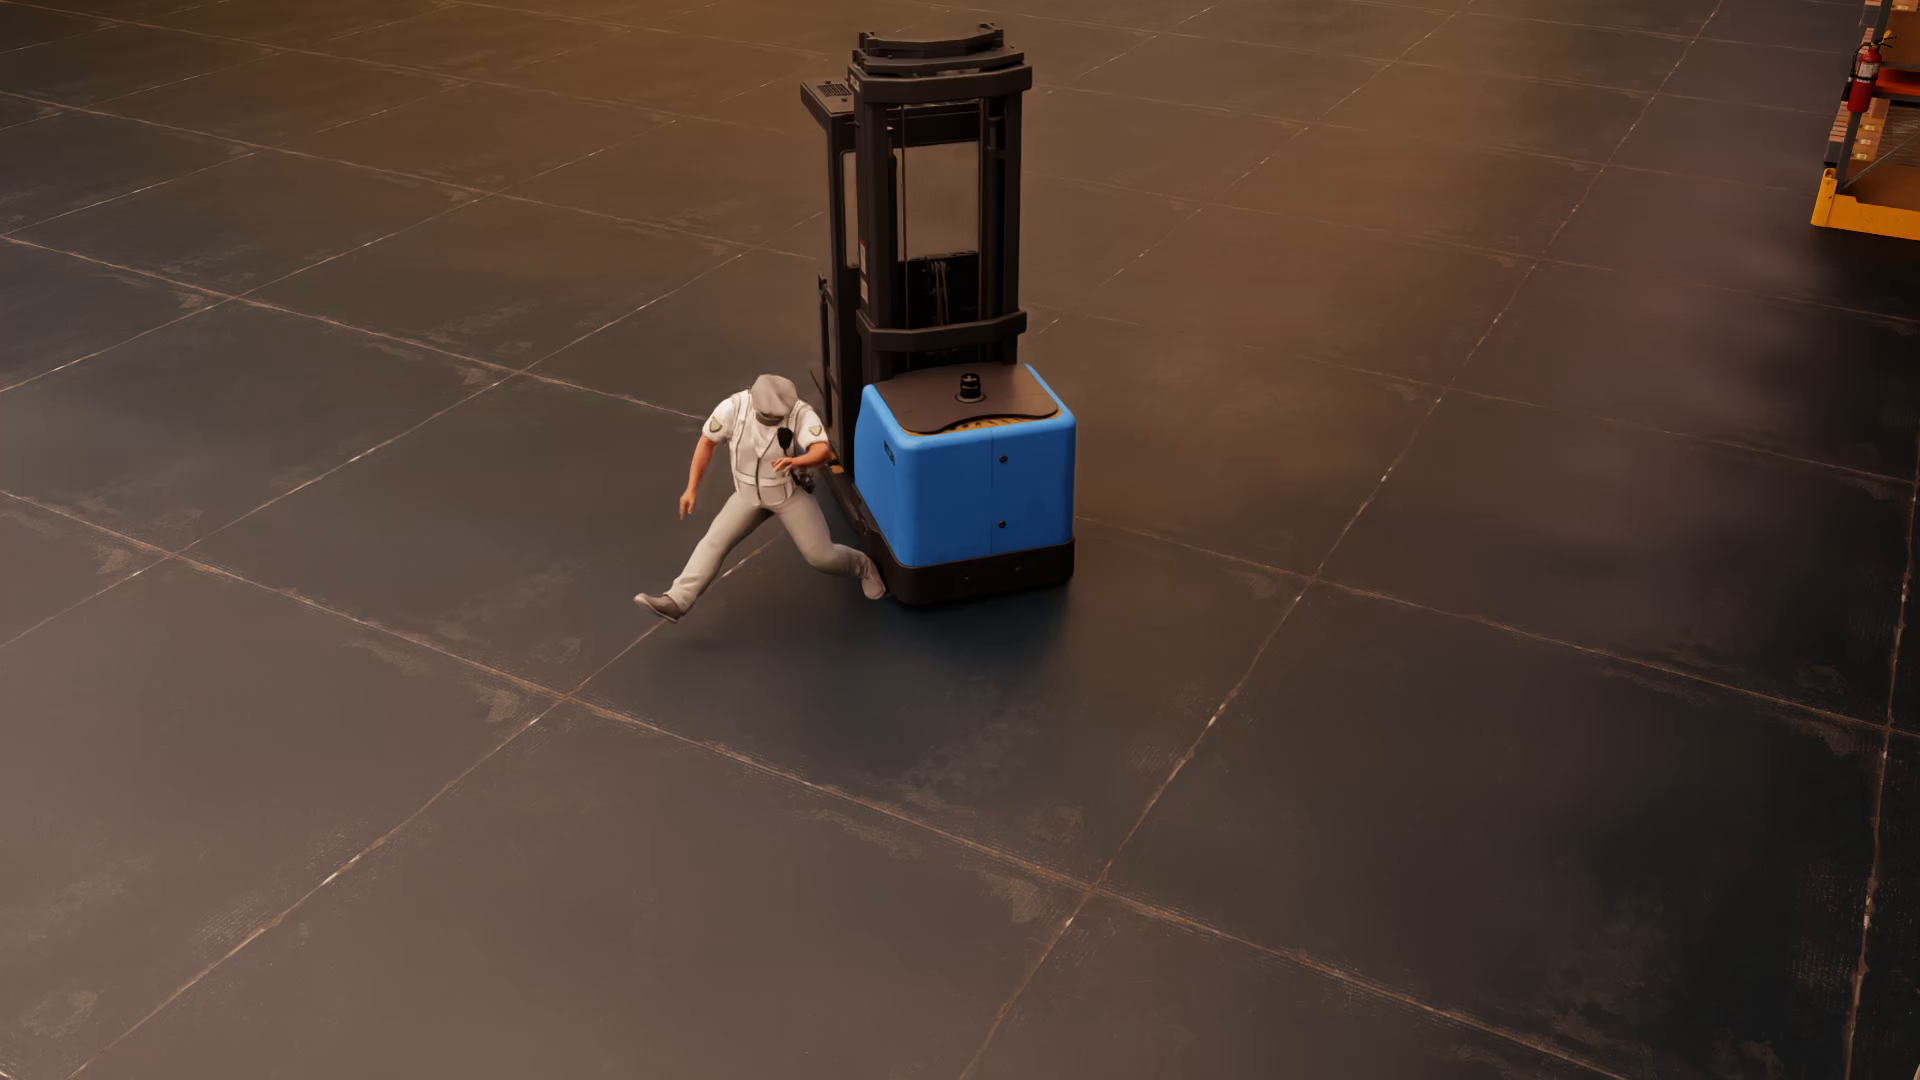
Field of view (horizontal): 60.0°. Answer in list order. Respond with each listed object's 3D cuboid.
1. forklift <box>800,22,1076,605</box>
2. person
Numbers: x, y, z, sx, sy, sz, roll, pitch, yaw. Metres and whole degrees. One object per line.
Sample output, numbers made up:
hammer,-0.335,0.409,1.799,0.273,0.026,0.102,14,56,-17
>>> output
forklift,-0.279,-1.632,9.899,1.130,2.935,3.031,-9,31,-15
person,-1.055,-0.184,8.932,1.104,1.478,1.179,7,31,12
